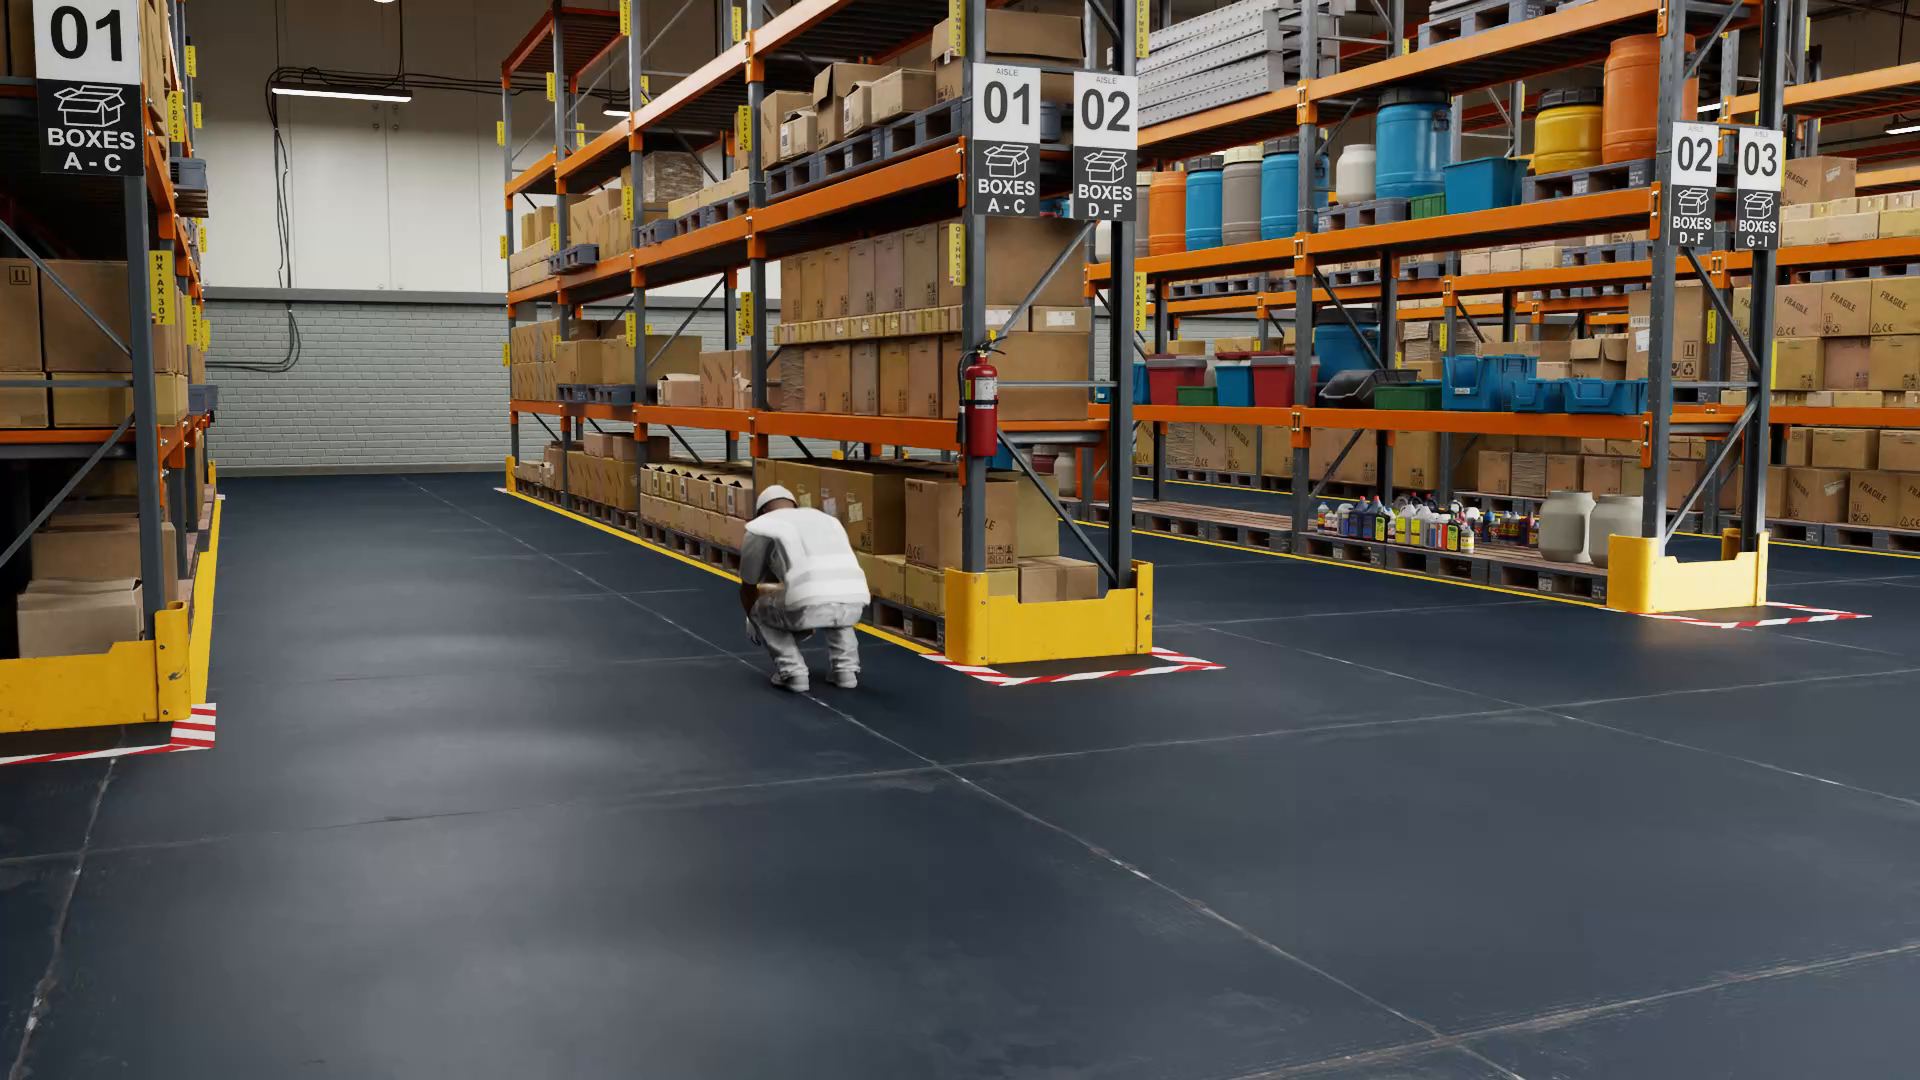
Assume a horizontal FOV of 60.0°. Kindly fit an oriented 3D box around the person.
[{"bbox_3d":[-0.802,0.233,8.412,0.578,0.992,0.907,-2,6,-24],"label":"person"}]
